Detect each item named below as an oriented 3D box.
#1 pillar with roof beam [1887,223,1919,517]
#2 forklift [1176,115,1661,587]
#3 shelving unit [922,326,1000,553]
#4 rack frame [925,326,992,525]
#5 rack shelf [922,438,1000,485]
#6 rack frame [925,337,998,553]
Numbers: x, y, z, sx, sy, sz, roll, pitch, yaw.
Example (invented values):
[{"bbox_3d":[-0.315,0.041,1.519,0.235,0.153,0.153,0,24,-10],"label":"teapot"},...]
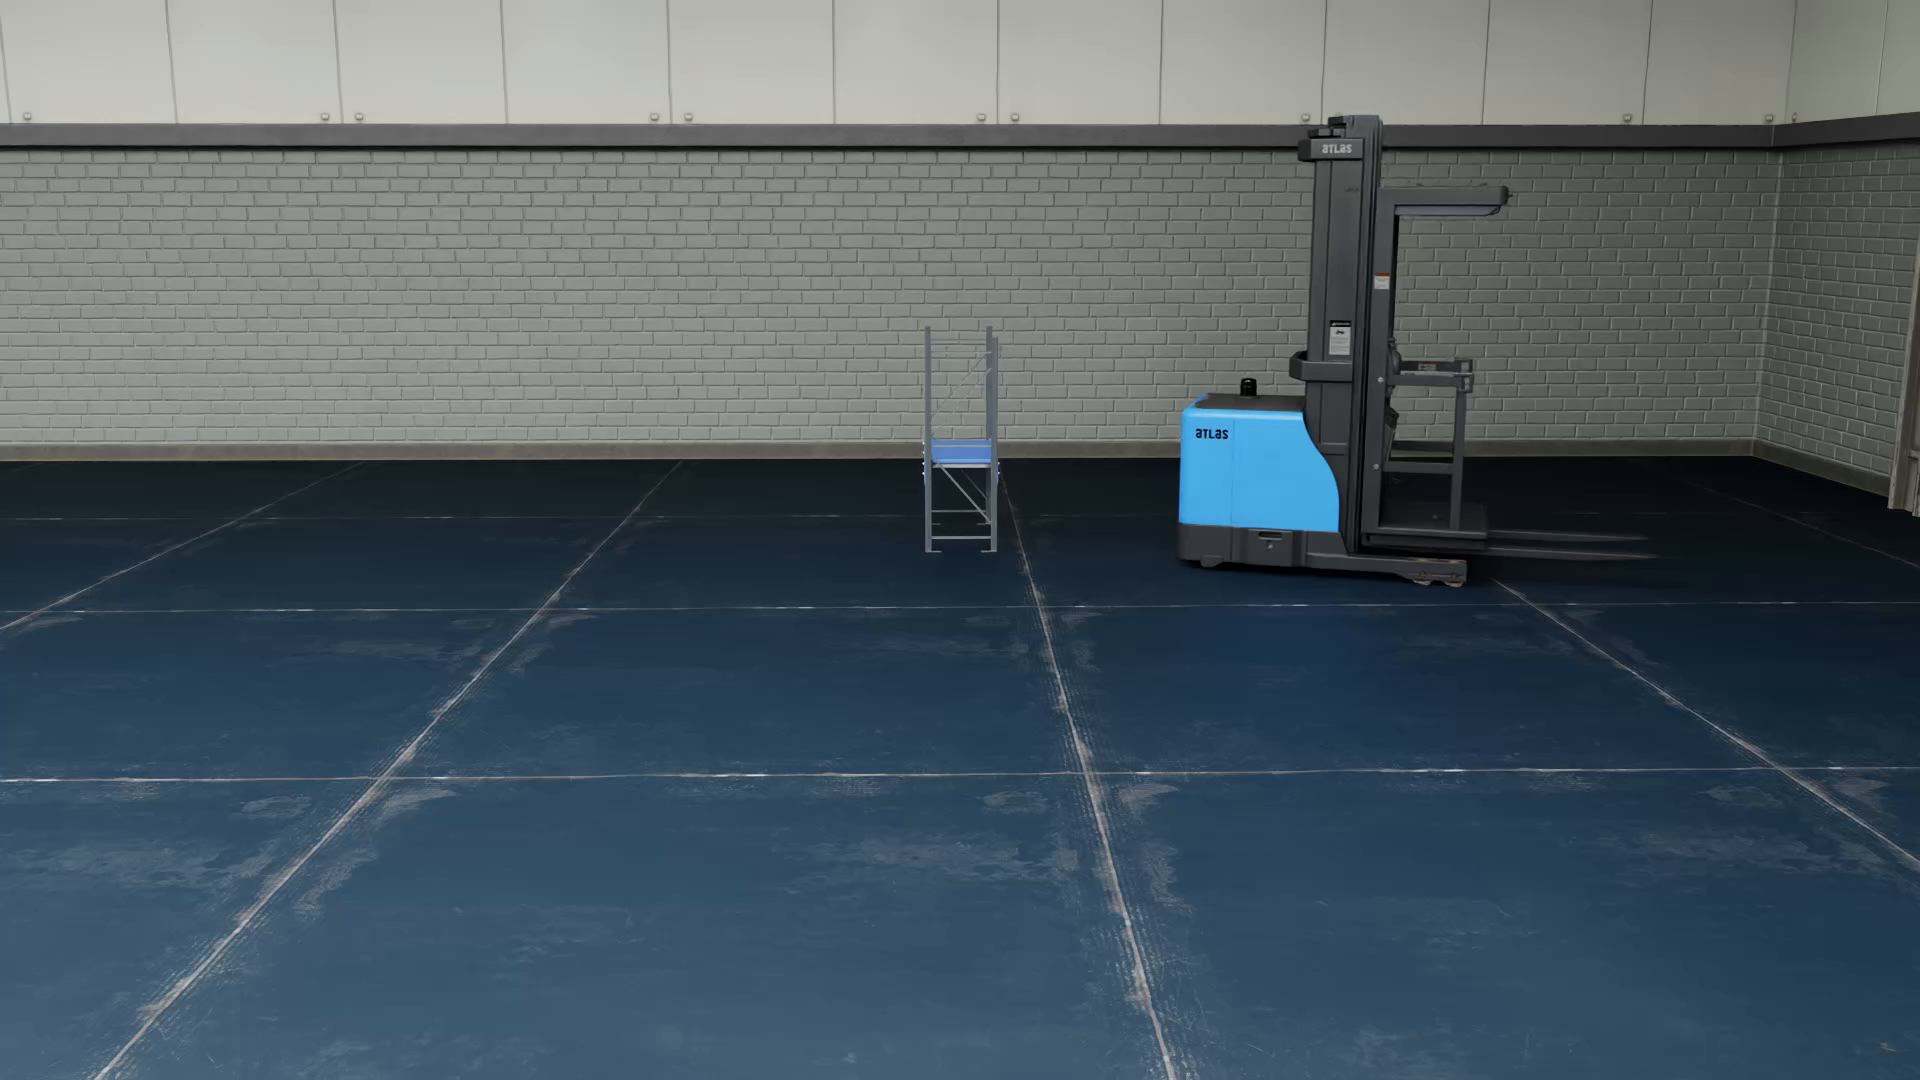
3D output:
[{"bbox_3d":[3.294,-4.615,12.172,9.100,9.000,0.400,0,11,-1],"label":"pillar with roof beam"},{"bbox_3d":[3.021,-1.255,10.876,3.031,2.935,1.130,3,12,16],"label":"forklift"},{"bbox_3d":[-0.002,-0.752,11.994,0.538,1.500,1.048,0,11,-1],"label":"shelving unit"},{"bbox_3d":[-0.012,-0.853,12.492,0.500,1.500,0.032,0,11,-1],"label":"rack frame"},{"bbox_3d":[-0.002,-0.576,12.029,0.538,0.185,1.000,0,11,-1],"label":"rack shelf"},{"bbox_3d":[0.009,-0.651,11.495,0.500,1.500,0.032,0,11,-1],"label":"rack frame"}]
